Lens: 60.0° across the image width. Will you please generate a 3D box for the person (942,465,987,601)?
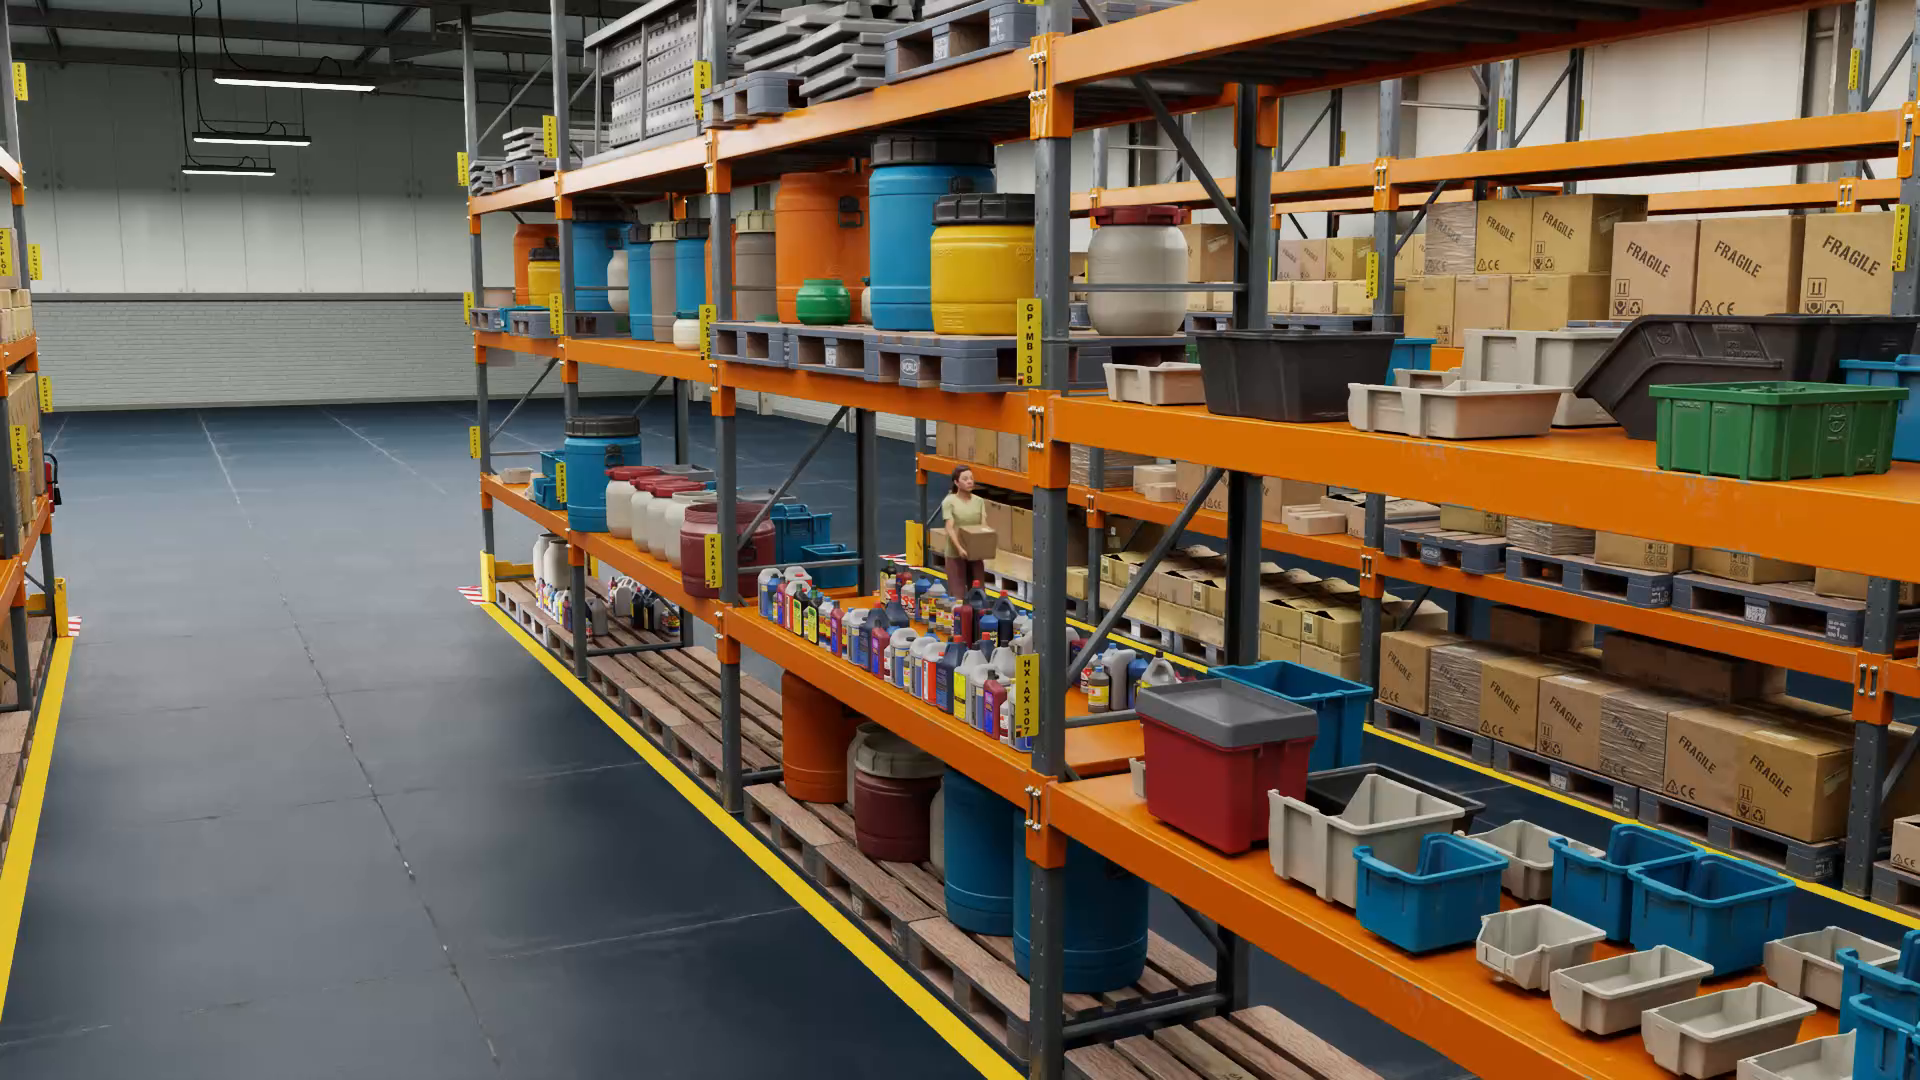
[{"bbox_3d":[0.068,0.178,14.716,0.425,1.665,0.556,-4,9,-25],"label":"person"}]
